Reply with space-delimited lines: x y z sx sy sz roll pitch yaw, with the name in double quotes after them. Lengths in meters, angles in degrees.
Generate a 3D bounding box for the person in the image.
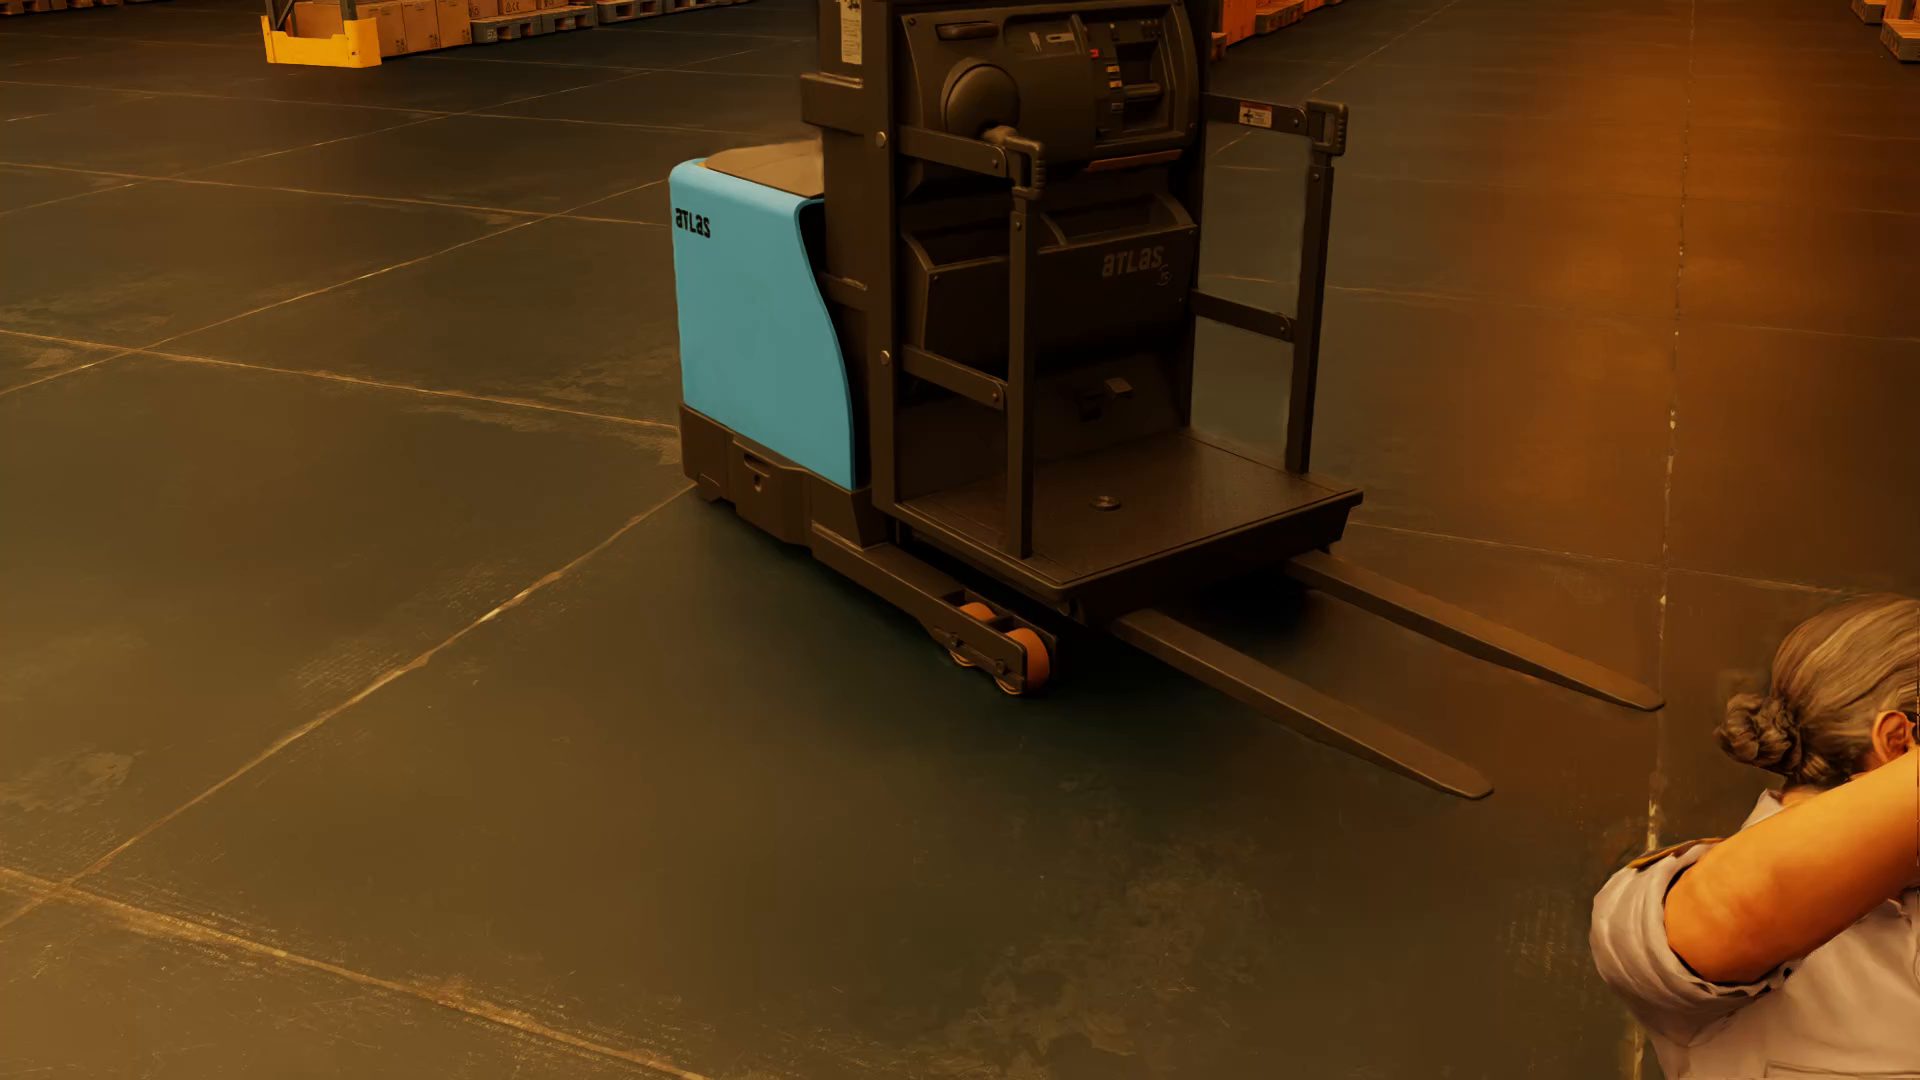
1.035 0.717 1.426 1.026 1.569 0.776 -3 23 -7 "person"

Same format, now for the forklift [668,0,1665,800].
0.379 -1.178 4.112 1.130 2.935 3.031 -16 28 -34 "forklift"
